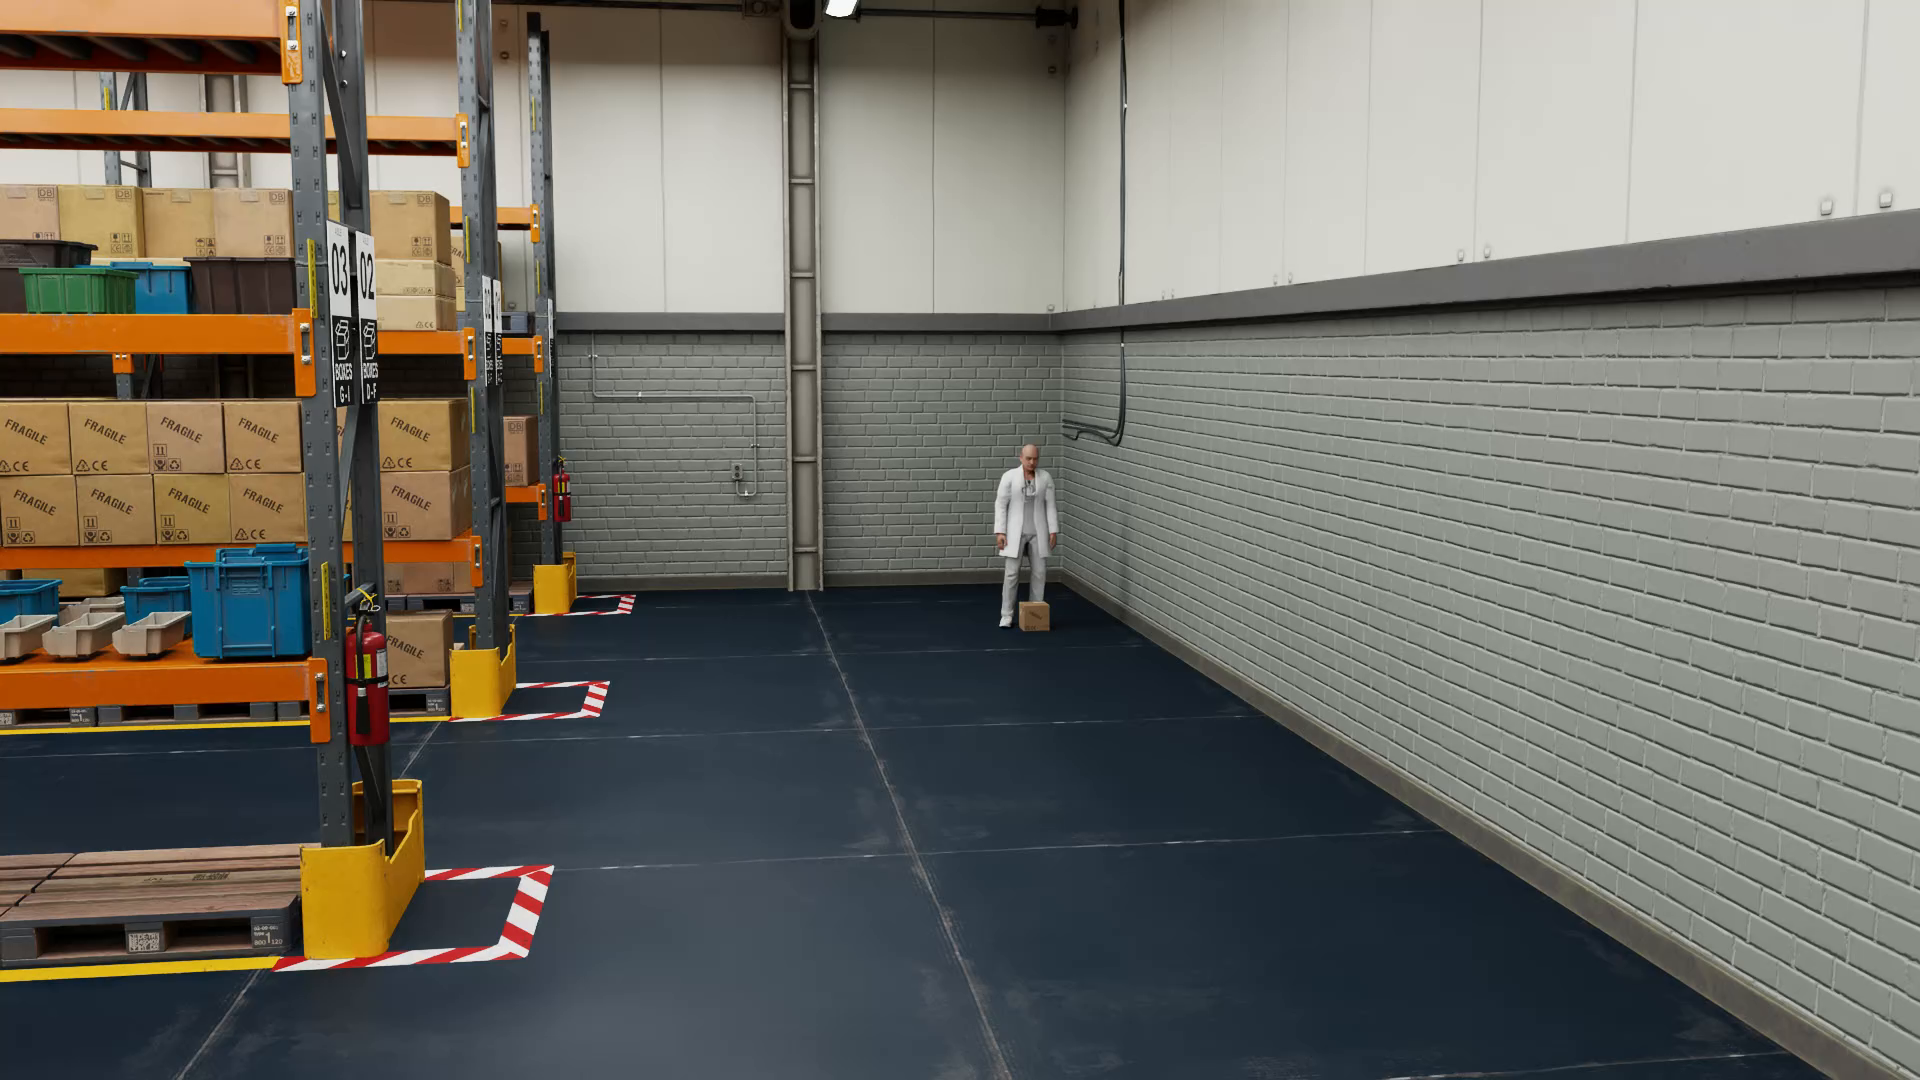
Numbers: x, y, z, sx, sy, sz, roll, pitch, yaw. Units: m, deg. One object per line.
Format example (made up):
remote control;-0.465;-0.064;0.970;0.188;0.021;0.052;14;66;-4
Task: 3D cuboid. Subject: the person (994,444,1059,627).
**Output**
person;0.650;-0.048;16.207;0.647;1.774;0.421;-1;6;-9
